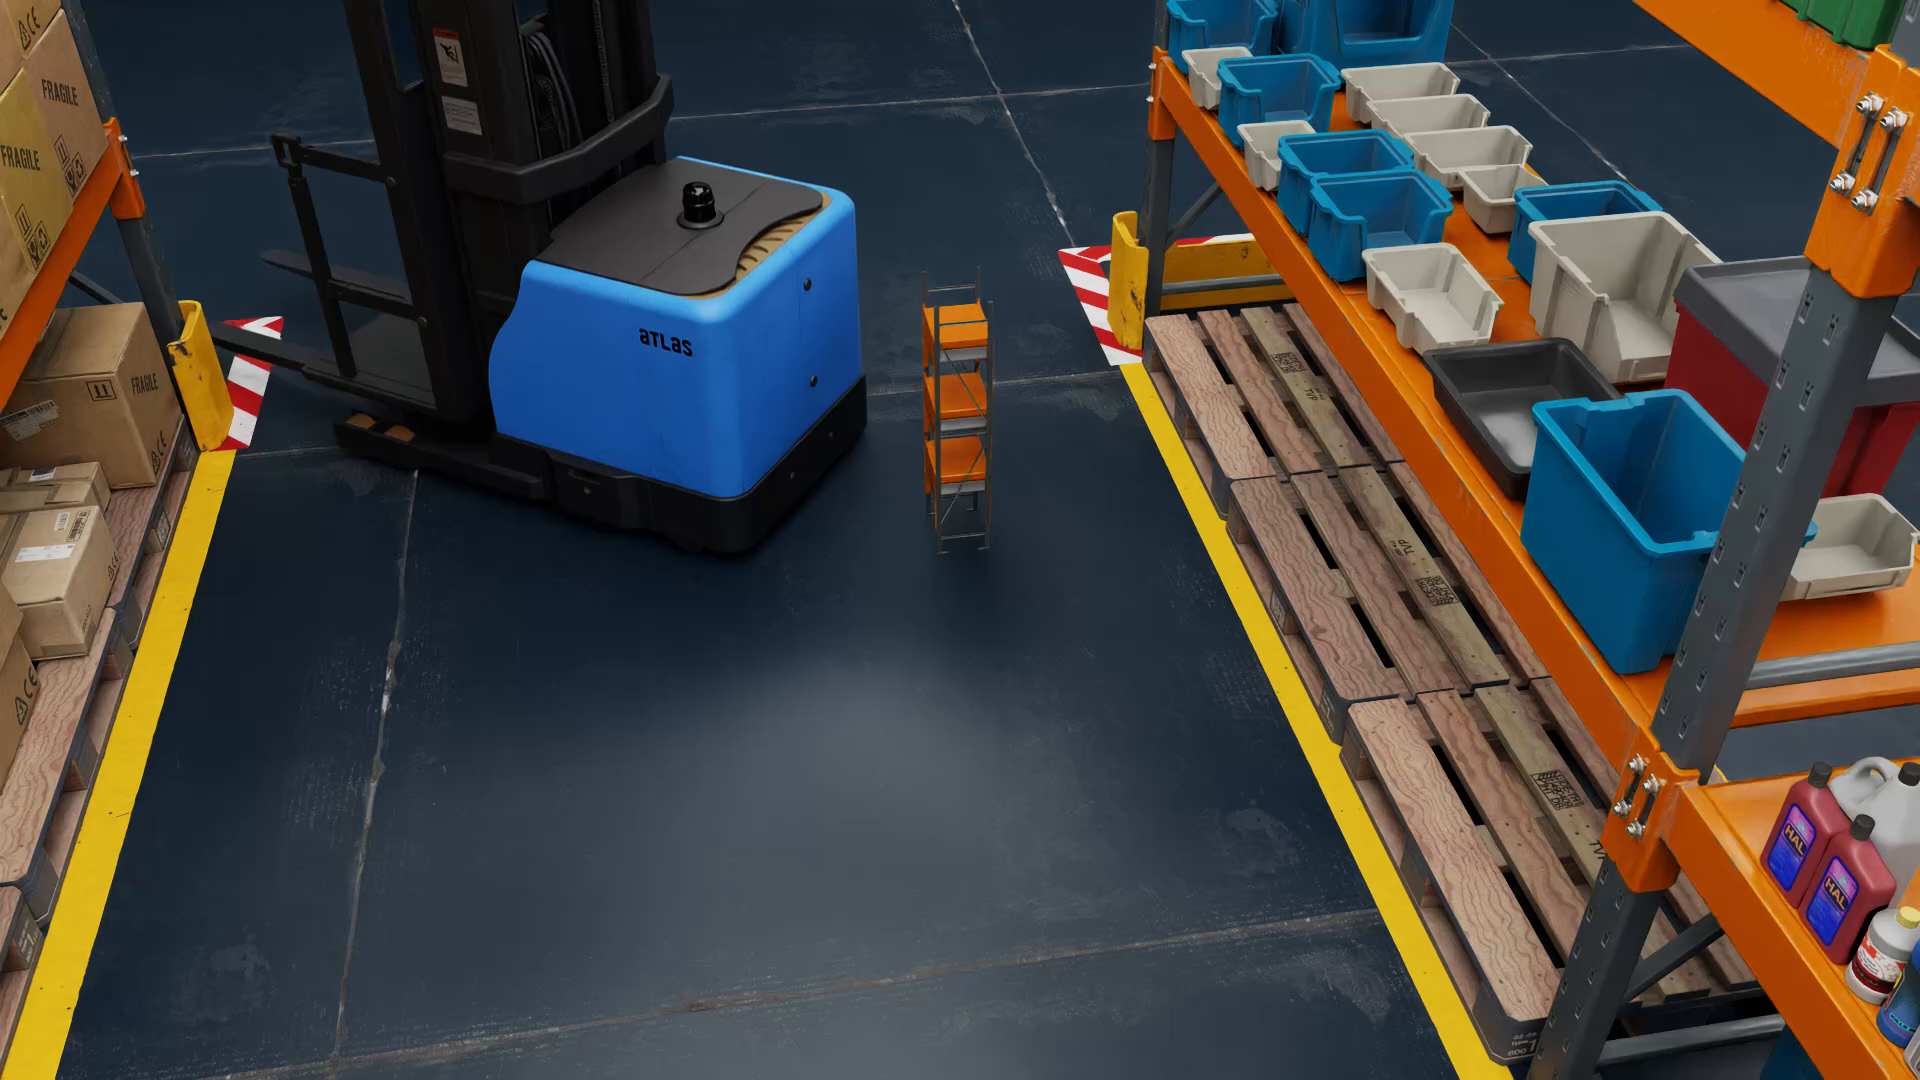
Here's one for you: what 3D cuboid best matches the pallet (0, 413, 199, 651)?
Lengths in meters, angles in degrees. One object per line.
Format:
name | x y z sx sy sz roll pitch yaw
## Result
pallet | -3.444 -0.008 6.089 1.003 0.211 1.213 -6 38 -8

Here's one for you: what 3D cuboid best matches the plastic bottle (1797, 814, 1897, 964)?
plastic bottle | 1.648 0.643 3.073 0.061 0.283 0.133 -6 38 -8

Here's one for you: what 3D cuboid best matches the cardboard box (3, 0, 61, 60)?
cardboard box | -3.249 -1.832 5.267 0.500 0.500 0.500 -7 38 -8

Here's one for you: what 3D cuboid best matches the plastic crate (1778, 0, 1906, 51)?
plastic crate | 1.609 -1.076 2.917 0.450 0.188 0.662 -6 38 -8

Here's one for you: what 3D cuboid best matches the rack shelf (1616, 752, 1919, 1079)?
rack shelf | 2.331 1.741 2.151 1.077 0.370 4.000 -6 38 -8

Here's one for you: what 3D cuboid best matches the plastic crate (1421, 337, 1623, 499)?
plastic crate | 1.520 -0.314 4.384 0.437 0.125 0.590 -6 38 -8

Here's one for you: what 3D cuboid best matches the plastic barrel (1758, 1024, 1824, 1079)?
plastic barrel | 2.059 1.242 3.575 0.600 0.901 0.708 -6 38 -8

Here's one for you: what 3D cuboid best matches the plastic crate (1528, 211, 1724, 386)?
plastic crate | 1.894 -0.670 4.716 0.437 0.282 0.530 -6 38 -8

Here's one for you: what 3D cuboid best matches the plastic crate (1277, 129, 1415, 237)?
plastic crate | 1.229 -1.145 5.367 0.416 0.233 0.300 -6 38 -8

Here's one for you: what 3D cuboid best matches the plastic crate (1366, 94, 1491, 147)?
plastic crate | 1.637 -1.437 5.821 0.396 0.136 0.243 -6 38 -8

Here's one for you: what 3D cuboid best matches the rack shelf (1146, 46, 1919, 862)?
rack shelf | 1.630 -0.675 5.261 1.077 0.370 4.000 -6 38 -8

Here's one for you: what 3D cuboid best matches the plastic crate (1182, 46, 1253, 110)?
plastic crate | 0.973 -1.700 6.159 0.250 0.136 0.298 -6 38 -8

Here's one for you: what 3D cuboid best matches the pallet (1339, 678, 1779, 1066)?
pallet | 1.813 0.910 4.907 1.003 0.211 1.213 -6 38 -8

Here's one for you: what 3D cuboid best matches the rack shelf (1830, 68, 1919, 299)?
rack shelf | 2.331 0.556 1.231 1.077 0.370 4.000 -6 38 -8

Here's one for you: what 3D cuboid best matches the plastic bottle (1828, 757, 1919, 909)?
plastic bottle | 1.730 0.540 3.150 0.144 0.351 0.185 -6 38 -8

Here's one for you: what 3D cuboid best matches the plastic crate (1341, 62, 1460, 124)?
plastic crate | 1.600 -1.614 6.048 0.396 0.136 0.243 -6 38 -8

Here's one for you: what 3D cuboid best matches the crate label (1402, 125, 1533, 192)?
crate label | 1.710 -1.272 5.608 0.396 0.136 0.243 -6 38 -8

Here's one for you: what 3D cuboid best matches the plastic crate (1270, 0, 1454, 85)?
plastic crate | 1.522 -2.023 6.331 0.616 0.435 0.499 -6 38 -8

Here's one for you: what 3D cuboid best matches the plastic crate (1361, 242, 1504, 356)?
plastic crate | 1.379 -0.690 4.860 0.293 0.136 0.466 -6 38 -8

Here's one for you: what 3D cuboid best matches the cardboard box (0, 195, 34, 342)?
cardboard box | -3.075 -0.820 4.779 0.500 0.500 0.500 -6 38 -8

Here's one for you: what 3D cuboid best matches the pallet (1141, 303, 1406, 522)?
pallet | 1.386 -0.564 6.804 1.003 0.211 1.213 -6 38 -8

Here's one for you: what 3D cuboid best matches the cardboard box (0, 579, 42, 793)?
cardboard box | -3.231 0.457 4.893 0.797 0.503 0.637 -6 38 -8

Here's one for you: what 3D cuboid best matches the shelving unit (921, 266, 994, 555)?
shelving unit | -0.009 -0.447 5.970 0.215 1.050 0.252 -6 38 -8

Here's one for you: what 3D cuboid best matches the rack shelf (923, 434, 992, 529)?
rack shelf | -0.009 -0.219 6.147 0.215 0.259 0.240 -6 38 -8

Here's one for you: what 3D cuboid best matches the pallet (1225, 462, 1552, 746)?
pallet | 1.596 0.171 5.857 1.003 0.211 1.213 -6 38 -8

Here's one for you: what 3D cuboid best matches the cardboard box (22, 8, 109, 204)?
cardboard box | -3.252 -1.435 5.571 0.500 0.500 0.500 -5 38 -7

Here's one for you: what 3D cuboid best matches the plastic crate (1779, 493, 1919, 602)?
plastic crate | 2.040 0.033 3.929 0.396 0.136 0.243 -6 38 -8

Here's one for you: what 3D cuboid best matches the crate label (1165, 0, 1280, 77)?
crate label | 0.998 -1.940 6.390 0.416 0.233 0.303 -6 38 -8

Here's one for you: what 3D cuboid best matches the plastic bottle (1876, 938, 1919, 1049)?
plastic bottle | 1.703 0.774 2.914 0.097 0.271 0.097 0 38 0

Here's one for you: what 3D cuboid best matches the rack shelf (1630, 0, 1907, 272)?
rack shelf | 1.630 -1.860 4.340 1.077 0.370 4.000 -6 38 -8

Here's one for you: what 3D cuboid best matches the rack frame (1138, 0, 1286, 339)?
rack frame | 1.279 -2.167 6.595 1.000 3.000 0.127 -6 38 -8

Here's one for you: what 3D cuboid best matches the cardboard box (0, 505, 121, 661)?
cardboard box | -3.123 0.154 5.489 0.500 0.250 0.500 -6 38 -8

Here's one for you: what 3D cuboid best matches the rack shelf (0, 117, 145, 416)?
rack shelf | -3.247 -0.145 4.578 1.077 0.370 4.000 -6 38 -8

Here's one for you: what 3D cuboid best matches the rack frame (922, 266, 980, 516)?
rack frame | -0.031 -0.521 6.064 0.200 1.050 0.008 -6 38 -8

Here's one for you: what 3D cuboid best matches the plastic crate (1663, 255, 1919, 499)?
plastic crate | 2.071 -0.367 4.176 0.402 0.464 0.583 -6 38 -8

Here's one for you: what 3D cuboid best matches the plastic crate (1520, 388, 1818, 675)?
plastic crate | 1.563 -0.014 3.787 0.392 0.384 0.575 -6 38 -8

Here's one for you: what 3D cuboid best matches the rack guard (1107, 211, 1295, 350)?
rack guard | 1.262 -1.193 7.379 1.175 0.500 0.348 -6 38 -8

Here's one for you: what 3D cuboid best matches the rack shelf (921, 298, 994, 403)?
rack shelf | -0.009 -0.663 5.802 0.215 0.259 0.240 -6 38 -8

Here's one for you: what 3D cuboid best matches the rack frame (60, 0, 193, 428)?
rack frame | -3.598 -1.637 5.912 1.000 3.000 0.127 -6 38 -8

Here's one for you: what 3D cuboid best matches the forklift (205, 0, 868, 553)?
forklift | -1.933 -1.719 6.074 3.031 2.935 1.130 16 41 20

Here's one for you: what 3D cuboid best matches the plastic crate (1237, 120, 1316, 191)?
plastic crate | 1.092 -1.290 5.632 0.250 0.136 0.298 -6 38 -8

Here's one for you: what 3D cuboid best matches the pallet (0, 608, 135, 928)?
pallet | -3.234 0.727 5.142 1.003 0.211 1.213 -6 38 -8

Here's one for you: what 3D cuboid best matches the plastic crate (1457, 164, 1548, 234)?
plastic crate | 1.780 -1.095 5.380 0.298 0.136 0.250 -6 38 -8

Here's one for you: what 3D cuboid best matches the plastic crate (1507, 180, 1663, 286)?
plastic crate | 1.892 -0.912 5.067 0.416 0.233 0.300 -6 38 -8

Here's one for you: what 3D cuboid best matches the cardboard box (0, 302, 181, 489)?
cardboard box | -3.260 -0.522 6.155 0.500 0.500 0.500 -6 38 -8

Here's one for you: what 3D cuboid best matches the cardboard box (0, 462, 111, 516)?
cardboard box | -3.278 -0.136 5.930 0.380 0.166 0.250 -6 38 -8

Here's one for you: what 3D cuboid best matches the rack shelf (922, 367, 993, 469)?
rack shelf | -0.009 -0.439 5.976 0.215 0.259 0.240 -6 38 -8

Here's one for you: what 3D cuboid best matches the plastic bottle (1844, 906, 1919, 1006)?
plastic bottle | 1.686 0.743 3.011 0.097 0.201 0.097 0 38 0

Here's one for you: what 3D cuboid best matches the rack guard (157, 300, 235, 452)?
rack guard | -3.585 -0.604 6.620 1.175 0.500 0.348 -6 38 -8

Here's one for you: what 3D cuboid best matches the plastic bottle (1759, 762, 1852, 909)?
plastic bottle | 1.625 0.562 3.177 0.061 0.283 0.133 -6 38 -8

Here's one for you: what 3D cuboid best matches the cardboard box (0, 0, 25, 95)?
cardboard box | -3.160 -1.527 4.874 0.500 0.500 0.500 -5 38 -7

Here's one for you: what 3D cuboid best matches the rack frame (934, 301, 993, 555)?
rack frame | 0.012 -0.373 5.875 0.200 1.050 0.008 -6 38 -8

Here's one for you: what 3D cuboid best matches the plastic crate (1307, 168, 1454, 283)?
plastic crate | 1.282 -0.964 5.133 0.416 0.233 0.300 -6 38 -8

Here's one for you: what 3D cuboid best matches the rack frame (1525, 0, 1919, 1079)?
rack frame | 1.980 0.249 3.485 1.000 3.000 0.127 -6 38 -8

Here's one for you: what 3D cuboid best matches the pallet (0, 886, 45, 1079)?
pallet | -3.016 1.465 4.192 1.003 0.211 1.213 -6 38 -8

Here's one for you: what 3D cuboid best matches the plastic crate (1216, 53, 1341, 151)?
plastic crate | 1.114 -1.543 5.878 0.416 0.233 0.300 -6 38 -8

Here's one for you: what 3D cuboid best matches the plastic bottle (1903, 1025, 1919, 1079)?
plastic bottle | 1.751 0.839 2.826 0.152 0.276 0.135 -6 38 -8

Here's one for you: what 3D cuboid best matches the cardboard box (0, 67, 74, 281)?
cardboard box | -3.157 -1.122 5.168 0.500 0.500 0.500 -6 38 -8
